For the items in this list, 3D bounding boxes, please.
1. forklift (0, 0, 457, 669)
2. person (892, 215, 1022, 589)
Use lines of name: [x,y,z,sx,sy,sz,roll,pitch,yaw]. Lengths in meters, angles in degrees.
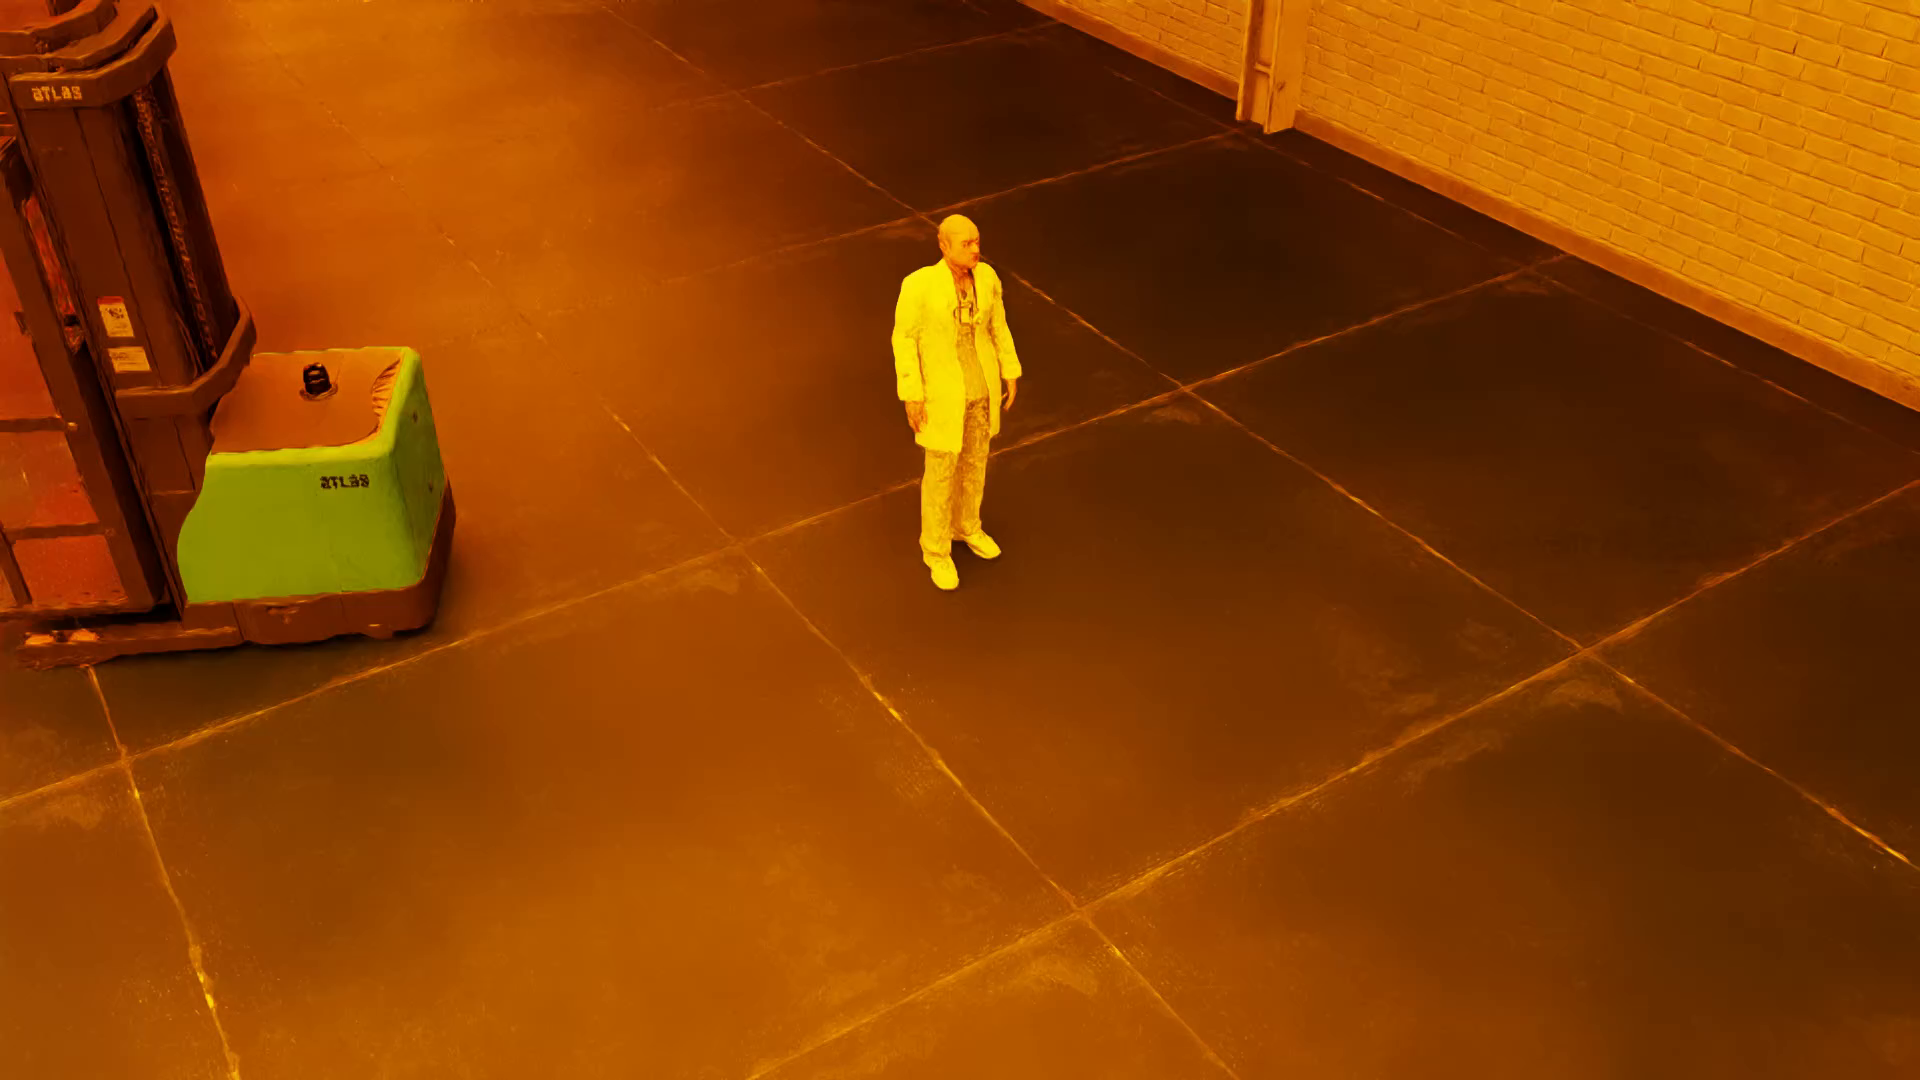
forklift: [-4.099,-0.914,7.449,3.031,2.935,1.130,-4,35,-6]
person: [0.046,-0.688,8.118,0.694,1.776,0.579,-21,40,-27]
